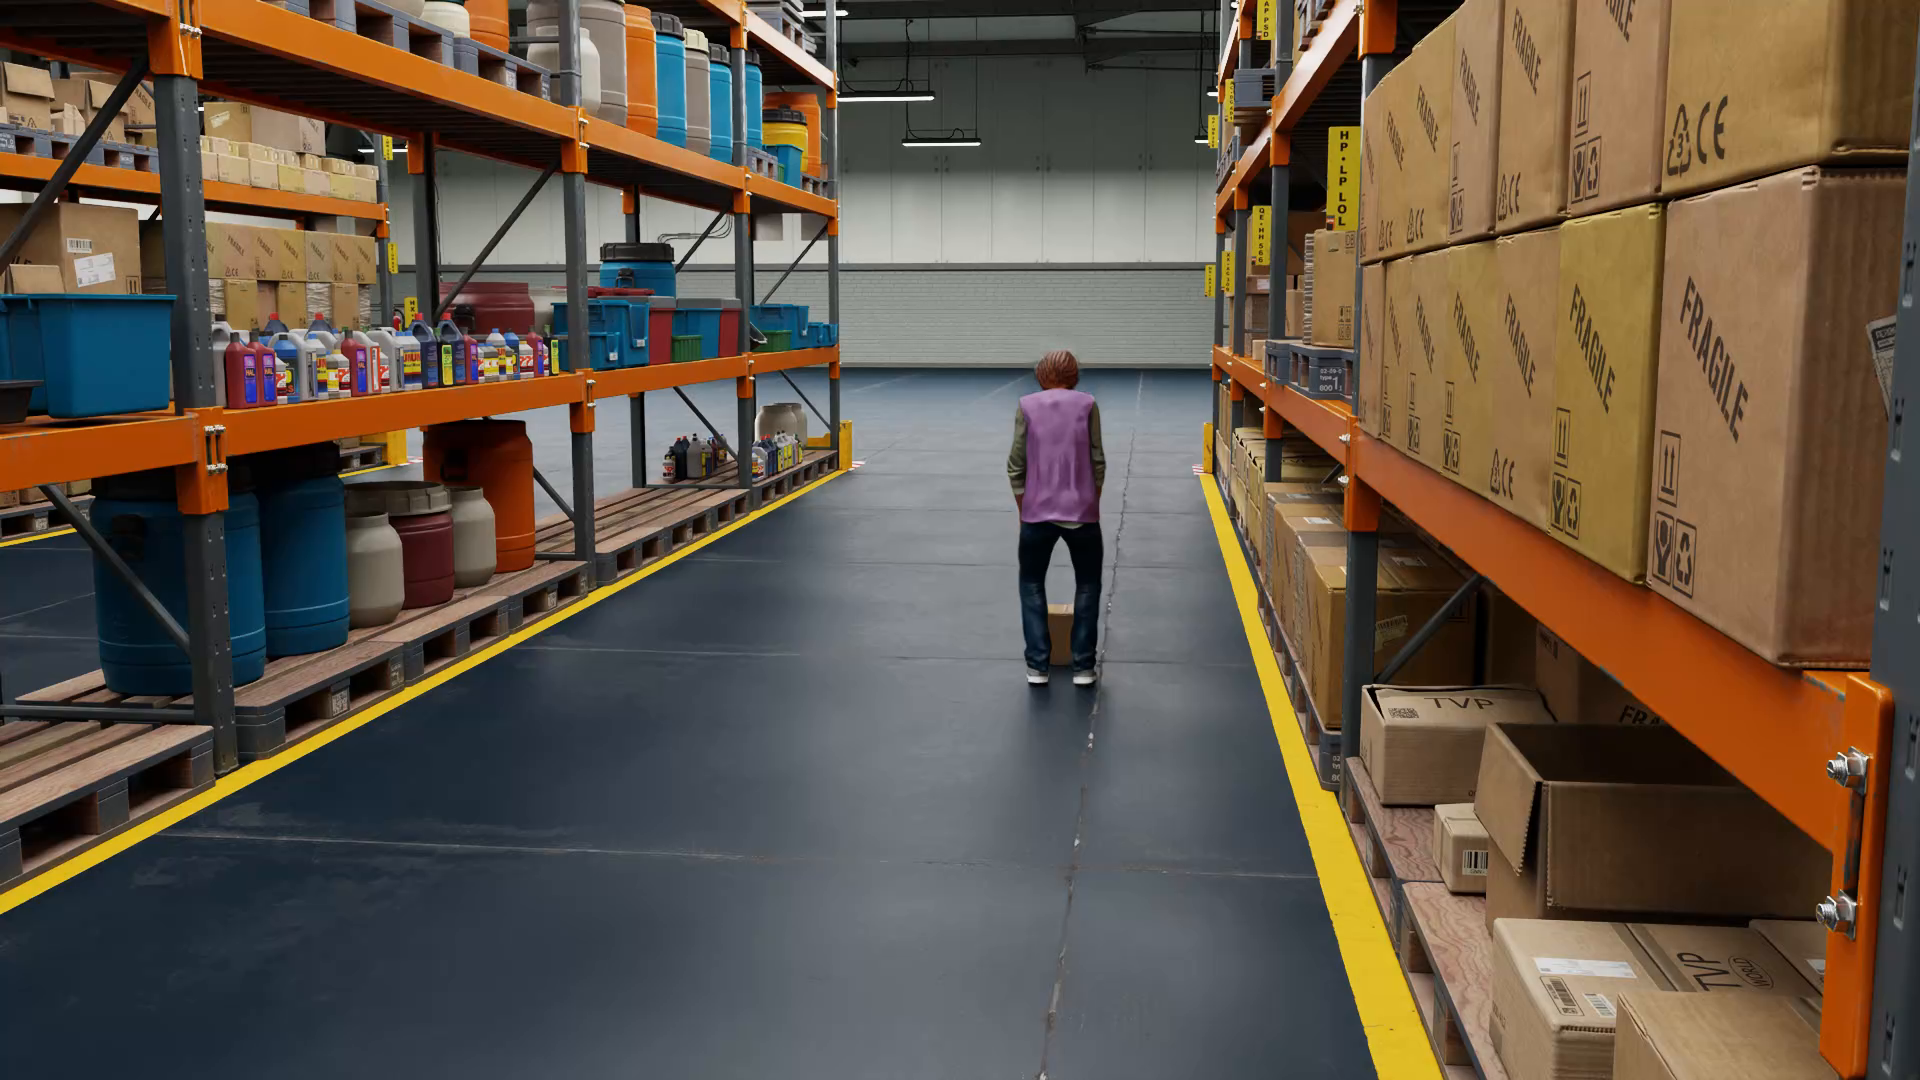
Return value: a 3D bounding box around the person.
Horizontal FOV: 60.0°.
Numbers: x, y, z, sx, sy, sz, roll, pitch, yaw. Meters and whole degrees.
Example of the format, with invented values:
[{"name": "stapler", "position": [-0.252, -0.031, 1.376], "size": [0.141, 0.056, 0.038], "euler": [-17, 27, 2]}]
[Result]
[{"name": "person", "position": [0.422, 0.007, 7.417], "size": [0.444, 1.302, 0.362], "euler": [1, 8, 7]}]
